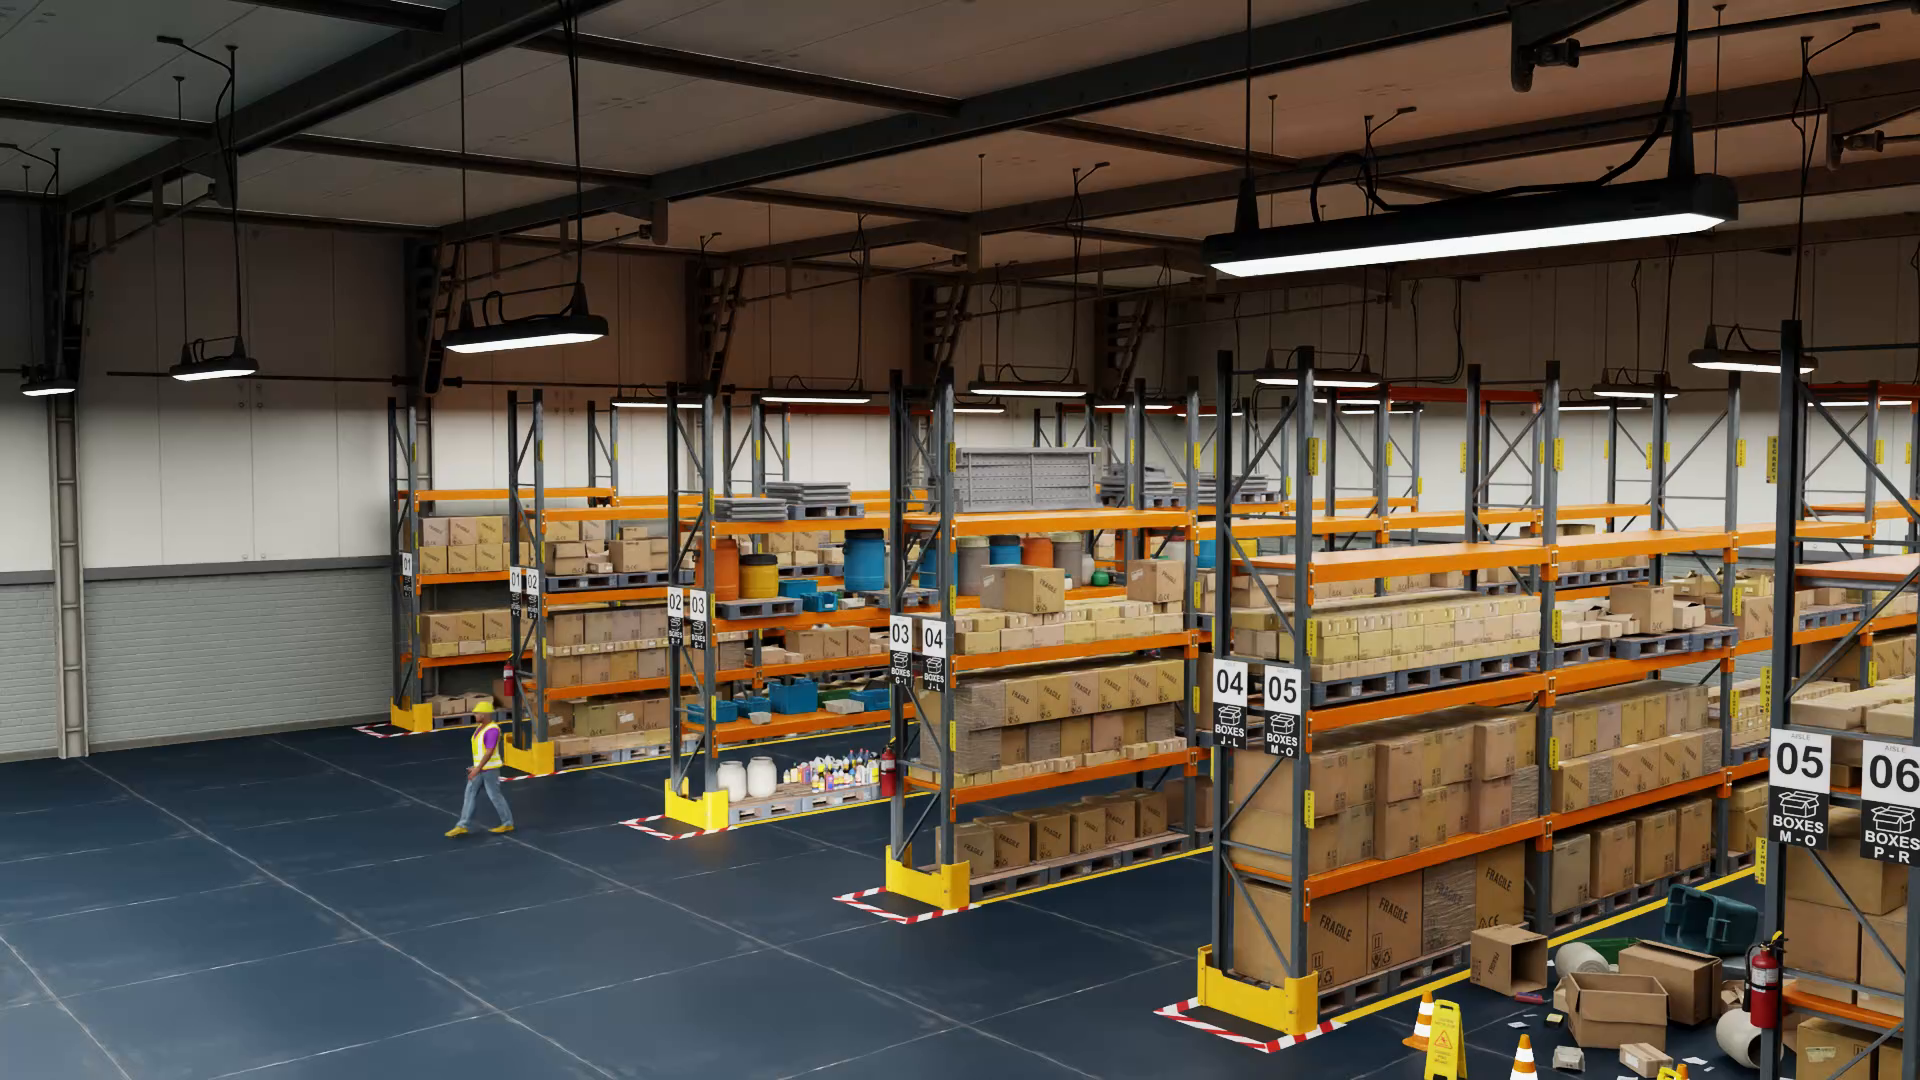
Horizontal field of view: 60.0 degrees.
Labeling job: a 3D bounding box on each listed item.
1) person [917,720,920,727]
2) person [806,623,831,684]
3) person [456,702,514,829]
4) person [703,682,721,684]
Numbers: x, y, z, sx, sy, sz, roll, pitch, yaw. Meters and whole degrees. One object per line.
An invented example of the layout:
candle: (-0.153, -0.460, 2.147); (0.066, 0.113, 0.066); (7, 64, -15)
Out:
person: (-0.513, 2.525, 26.476); (0.442, 0.924, 0.321); (-3, 4, -42)
person: (-2.888, 2.277, 33.882); (0.446, 1.678, 0.635); (2, 4, 26)
person: (-6.256, 2.960, 21.881); (0.723, 1.660, 0.590); (-2, 4, -36)
person: (-4.527, 2.526, 30.395); (0.514, 1.583, 0.497); (2, 4, 35)
